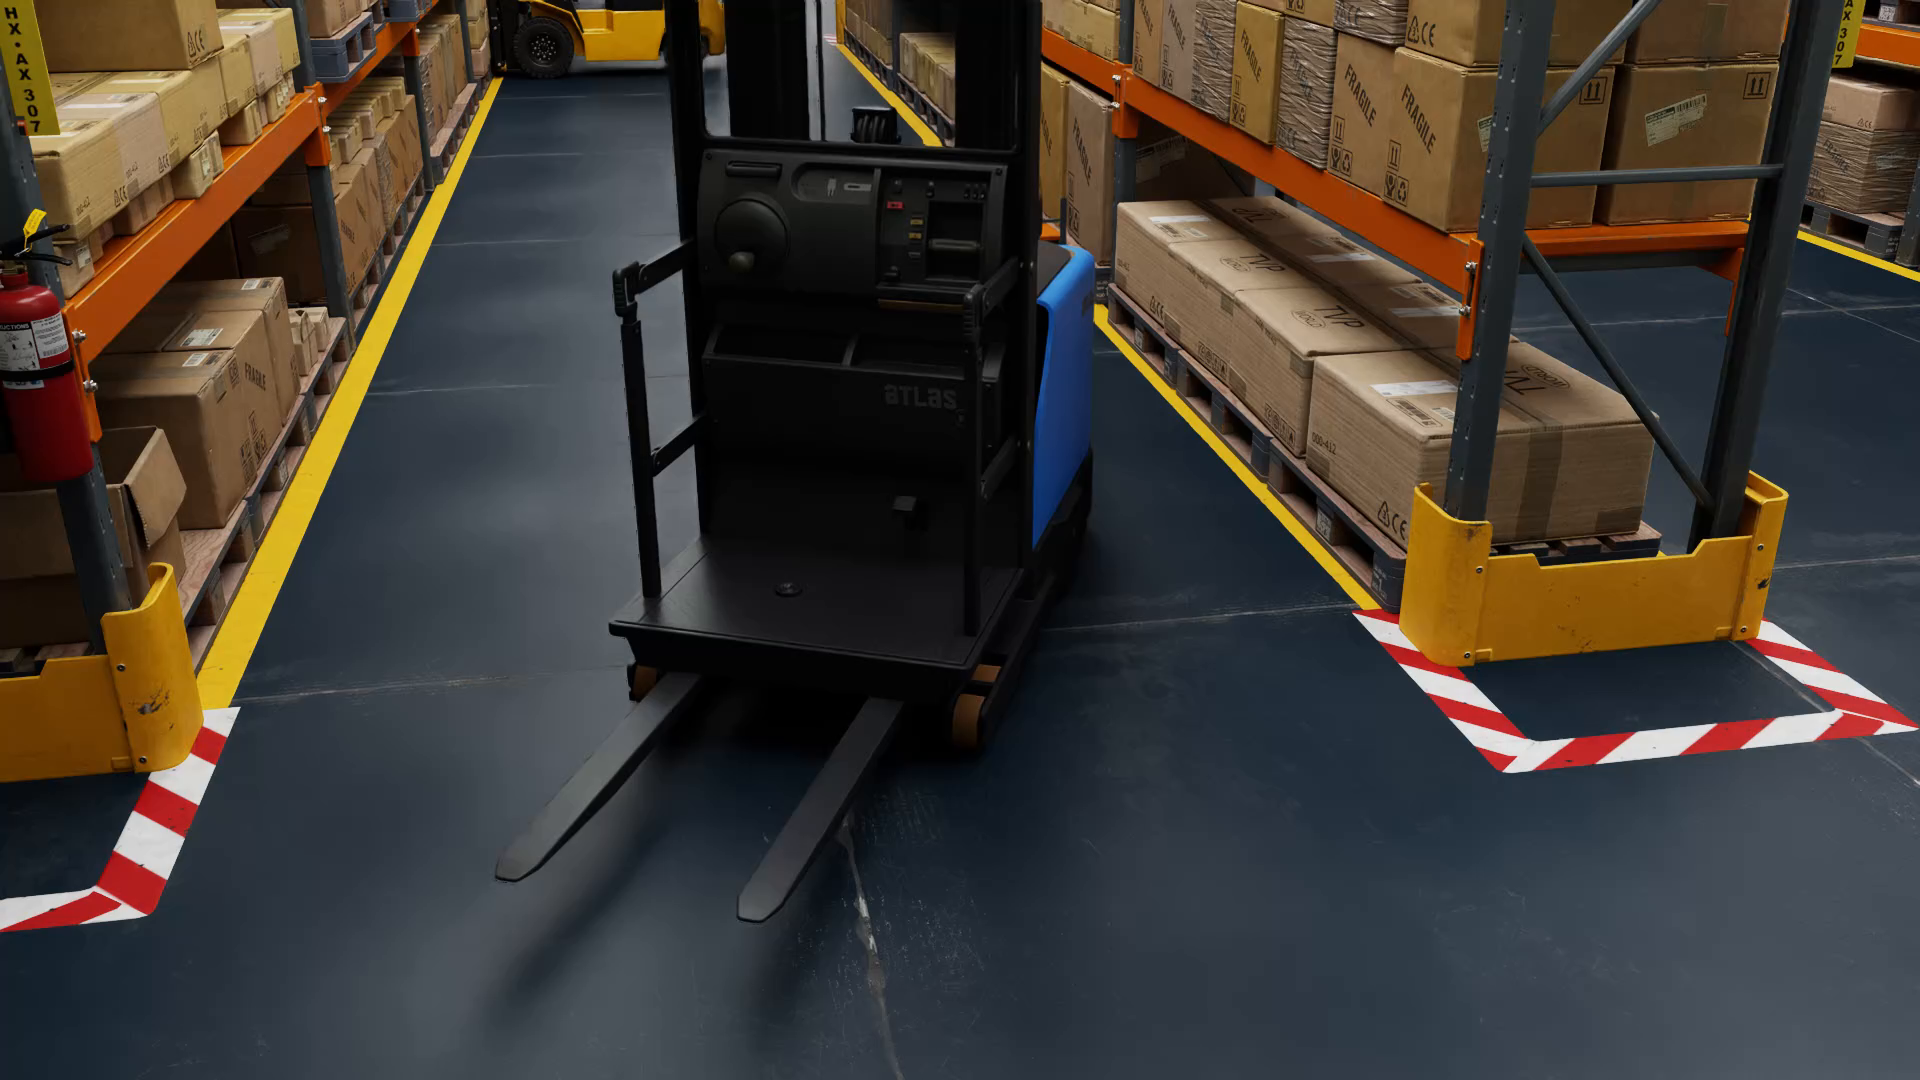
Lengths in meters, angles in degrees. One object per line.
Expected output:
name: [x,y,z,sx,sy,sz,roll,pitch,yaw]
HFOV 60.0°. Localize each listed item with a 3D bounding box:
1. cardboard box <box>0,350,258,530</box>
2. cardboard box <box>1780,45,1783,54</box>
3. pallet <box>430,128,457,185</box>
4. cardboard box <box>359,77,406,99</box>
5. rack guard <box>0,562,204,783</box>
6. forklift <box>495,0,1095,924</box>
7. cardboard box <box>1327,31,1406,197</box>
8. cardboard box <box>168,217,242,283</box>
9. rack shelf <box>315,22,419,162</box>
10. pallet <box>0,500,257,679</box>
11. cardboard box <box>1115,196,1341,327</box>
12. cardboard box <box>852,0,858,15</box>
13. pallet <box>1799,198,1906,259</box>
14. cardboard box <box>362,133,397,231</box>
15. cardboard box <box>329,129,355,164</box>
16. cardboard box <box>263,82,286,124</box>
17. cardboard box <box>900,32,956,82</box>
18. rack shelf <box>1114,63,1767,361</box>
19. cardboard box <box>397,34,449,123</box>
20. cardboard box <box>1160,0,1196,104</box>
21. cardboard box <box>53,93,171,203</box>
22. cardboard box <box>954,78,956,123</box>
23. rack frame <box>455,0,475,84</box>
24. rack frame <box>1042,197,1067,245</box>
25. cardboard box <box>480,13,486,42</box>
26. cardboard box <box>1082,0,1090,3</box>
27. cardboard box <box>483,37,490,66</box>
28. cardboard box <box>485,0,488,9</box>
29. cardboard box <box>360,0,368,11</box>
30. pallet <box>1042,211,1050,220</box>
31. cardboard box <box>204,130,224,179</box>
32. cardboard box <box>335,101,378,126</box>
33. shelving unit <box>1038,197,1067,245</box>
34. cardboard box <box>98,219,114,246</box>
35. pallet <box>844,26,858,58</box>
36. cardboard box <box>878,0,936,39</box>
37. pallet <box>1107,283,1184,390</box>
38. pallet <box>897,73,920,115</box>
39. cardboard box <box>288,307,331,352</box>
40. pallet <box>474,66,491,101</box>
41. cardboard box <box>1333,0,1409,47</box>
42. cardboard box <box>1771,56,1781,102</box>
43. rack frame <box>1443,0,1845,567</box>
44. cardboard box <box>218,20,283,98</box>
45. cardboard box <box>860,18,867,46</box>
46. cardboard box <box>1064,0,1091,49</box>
cardboard box: [-2.956,-0.348,5.898,0.700,0.500,0.500,-3,24,-8]
cardboard box: [5.995,-3.378,11.899,0.500,0.250,0.500,-4,24,-9]
pallet: [-4.409,-2.910,12.649,1.003,0.211,1.213,-4,24,-10]
cardboard box: [-3.955,-3.030,11.228,0.380,0.149,0.250,-5,24,-12]
rack guard: [-2.830,0.401,4.707,1.175,0.500,0.348,-4,24,-10]
forklift: [-0.375,-0.902,4.652,1.130,2.935,3.031,6,24,14]
cardboard box: [1.634,-1.498,5.807,0.500,0.500,0.500,-5,24,-11]
cardboard box: [-3.937,-1.506,8.549,0.500,0.500,0.500,-4,24,-10]
rack shelf: [-3.925,-2.745,9.686,1.077,0.370,4.000,-4,24,-10]
pallet: [-2.978,0.220,5.483,1.003,0.211,1.213,-4,24,-10]
cardboard box: [1.332,-1.420,8.431,0.875,0.438,0.875,-5,24,-11]
cardboard box: [-0.914,-6.100,18.444,0.500,0.500,0.500,-5,24,-12]
pallet: [6.022,-2.091,10.774,1.003,0.211,1.213,-4,24,-10]
cardboard box: [-3.710,-2.152,10.027,0.500,0.500,0.500,-5,24,-12]
cardboard box: [-3.620,-2.204,9.337,0.380,0.149,0.250,-4,24,-10]
cardboard box: [-3.107,-1.865,7.086,0.380,0.149,0.250,-4,24,-8]
cardboard box: [-0.058,-4.586,15.760,0.950,0.372,0.625,-4,24,-9]
rack shelf: [1.692,-1.540,6.928,1.077,0.370,4.000,-4,24,-10]
cardboard box: [-4.650,-3.733,13.492,0.875,0.625,0.625,-5,24,-12]
cardboard box: [1.240,-2.300,7.645,0.500,0.500,0.500,-4,24,-9]
cardboard box: [-2.728,-1.179,5.017,0.500,0.250,0.500,-4,24,-9]
cardboard box: [0.488,-3.441,13.140,0.950,0.372,0.625,-6,24,-13]
rack frame: [-5.035,-5.435,14.946,1.000,3.000,0.127,-4,24,-10]
rack frame: [0.279,-0.703,6.360,0.240,1.200,0.015,-7,24,-15]
cardboard box: [-4.916,-5.007,16.253,0.500,0.250,0.500,-4,24,-10]
cardboard box: [0.902,-3.169,9.320,0.500,0.250,0.500,-4,24,-8]
cardboard box: [-4.908,-4.780,16.359,0.500,0.250,0.500,-5,24,-11]
cardboard box: [-5.004,-5.435,16.609,0.500,0.250,0.500,-3,24,-8]
cardboard box: [-3.435,-2.994,9.000,0.396,0.266,0.258,-3,24,-7]
pallet: [0.876,-2.158,10.927,1.003,0.211,1.213,-4,24,-10]
cardboard box: [-2.865,-1.362,5.934,0.380,0.149,0.250,-4,24,-9]
cardboard box: [-3.818,-2.613,10.273,0.380,0.149,0.250,-5,24,-11]
shelving unit: [0.212,-0.797,6.575,0.258,1.200,0.503,-7,24,-15]
cardboard box: [-2.782,-0.947,4.983,0.380,0.149,0.250,-5,24,-10]
pallet: [-0.768,-5.747,19.145,1.003,0.211,1.213,-4,24,-10]
cardboard box: [-0.531,-5.292,16.594,0.500,0.500,0.500,-5,24,-10]
pallet: [1.386,-1.074,8.445,1.003,0.211,1.213,-4,24,-10]
pallet: [-0.012,-4.219,15.647,1.003,0.211,1.213,-4,24,-10]
cardboard box: [-3.164,-0.977,7.775,0.380,0.149,0.250,-5,24,-11]
pallet: [-5.141,-4.473,16.227,1.003,0.211,1.213,-4,24,-10]
cardboard box: [1.613,-1.963,5.622,0.500,0.500,0.500,-4,24,-10]
cardboard box: [5.588,-3.138,11.348,0.500,0.250,0.500,-5,24,-12]
rack frame: [2.061,-1.083,4.983,1.000,3.000,0.127,-4,24,-10]
cardboard box: [-3.114,-1.977,6.845,0.500,0.250,0.500,-4,24,-10]
cardboard box: [-0.819,-5.556,18.135,0.500,0.250,0.500,-3,24,-6]
cardboard box: [0.898,-2.946,9.436,0.500,0.250,0.500,-5,24,-10]
